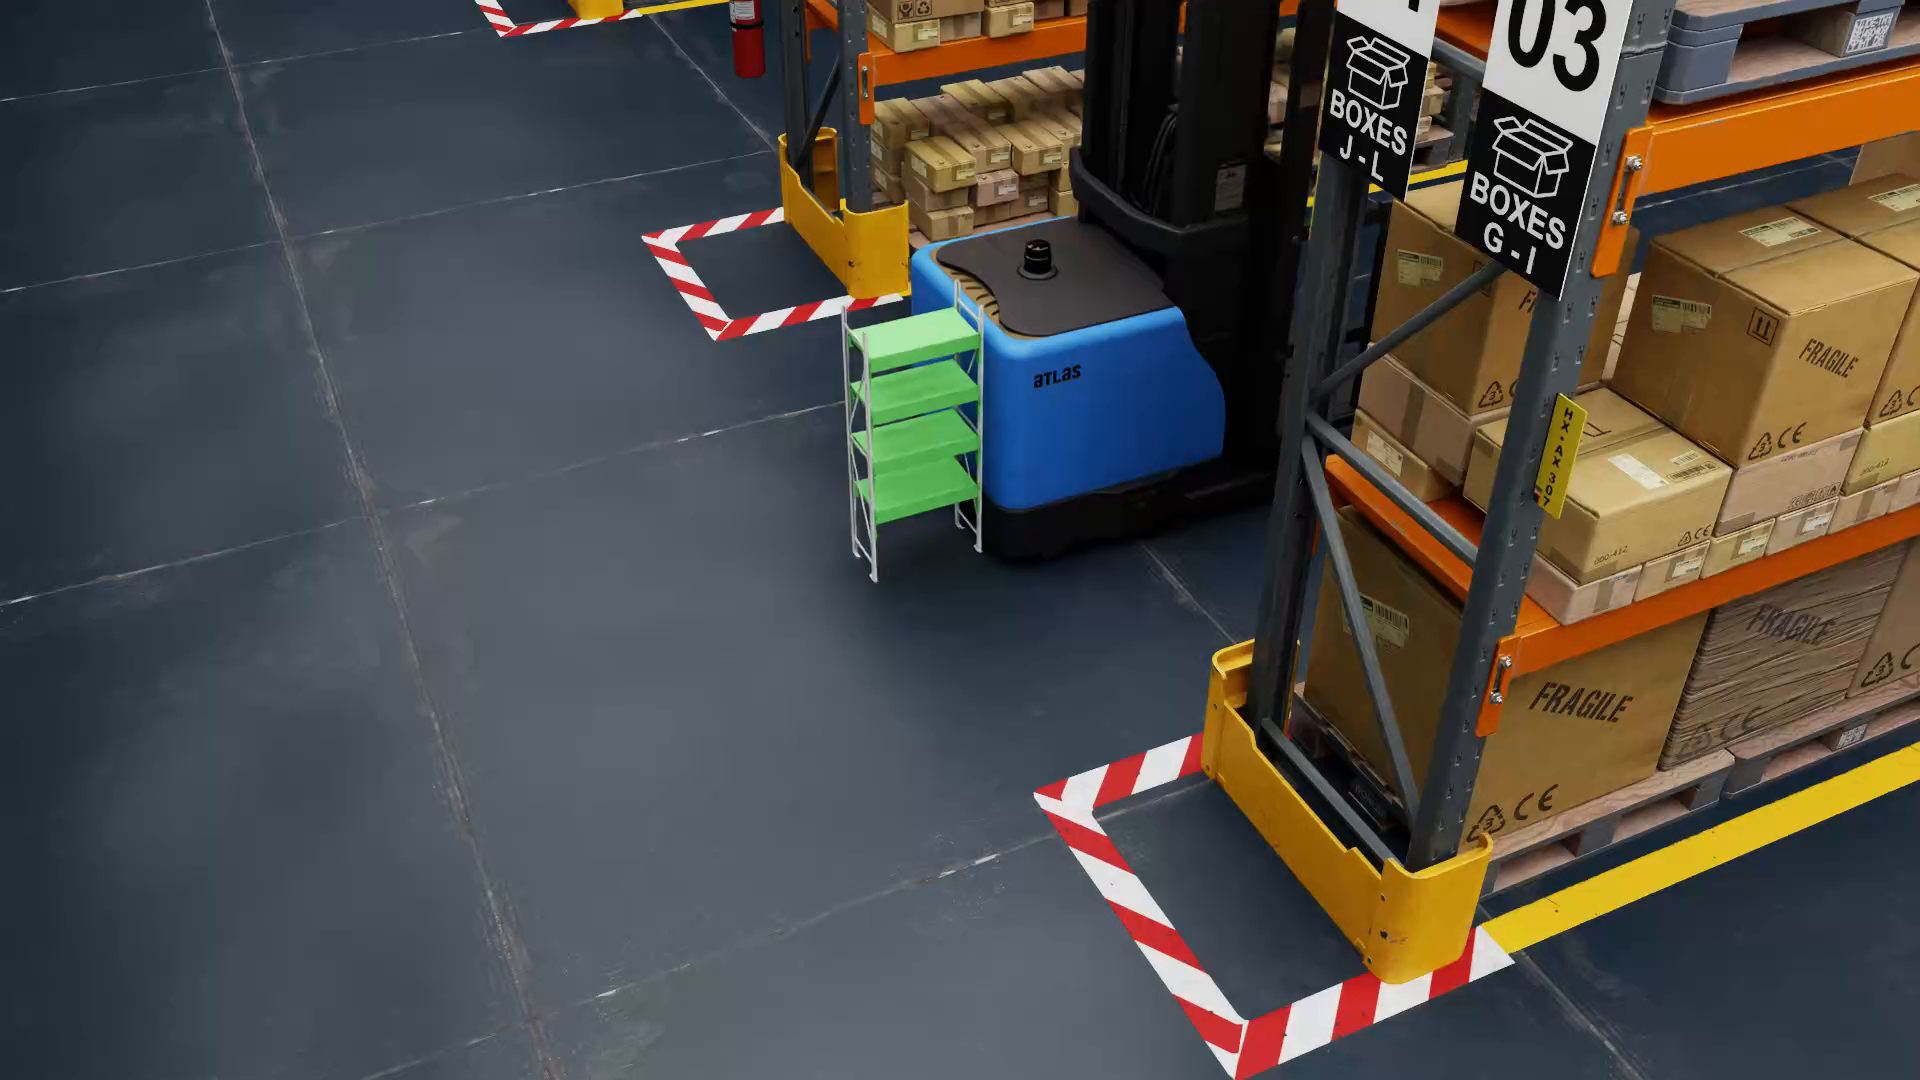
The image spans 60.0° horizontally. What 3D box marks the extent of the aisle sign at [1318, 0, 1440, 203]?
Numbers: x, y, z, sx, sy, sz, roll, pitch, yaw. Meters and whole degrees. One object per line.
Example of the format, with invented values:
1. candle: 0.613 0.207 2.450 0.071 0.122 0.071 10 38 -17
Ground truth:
1. aisle sign: 1.098 -1.319 4.328 0.004 0.787 0.394 -16 39 -20

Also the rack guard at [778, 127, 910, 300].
1. rack guard: -0.657 -1.847 9.320 0.348 0.500 1.175 -16 39 -20

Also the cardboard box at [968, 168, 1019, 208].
1. cardboard box: 0.130 -2.008 9.230 0.250 0.149 0.380 -16 39 -20

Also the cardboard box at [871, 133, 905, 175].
1. cardboard box: -0.369 -2.262 9.573 0.250 0.149 0.380 -17 40 -21

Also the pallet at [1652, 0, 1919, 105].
1. pallet: 1.957 -1.494 4.303 1.213 0.211 1.003 -16 39 -20

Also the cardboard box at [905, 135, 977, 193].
1. cardboard box: -0.107 -2.044 9.029 0.250 0.149 0.380 -17 40 -22

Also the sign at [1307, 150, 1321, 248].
1. sign: 1.072 -0.988 4.893 0.005 0.325 0.100 -16 39 -20

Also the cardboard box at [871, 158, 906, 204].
1. cardboard box: -0.338 -2.101 9.605 0.250 0.149 0.380 -15 39 -19

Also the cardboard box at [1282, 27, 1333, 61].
1. cardboard box: 2.221 -3.093 10.444 0.250 0.149 0.380 -14 39 -18

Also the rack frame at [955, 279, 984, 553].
1. rack frame: 0.035 -0.492 6.906 0.015 1.200 0.240 -16 39 -20

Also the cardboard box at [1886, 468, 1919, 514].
1. cardboard box: 2.915 -0.269 5.306 0.250 0.149 0.380 -16 39 -20

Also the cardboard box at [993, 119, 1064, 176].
1. cardboard box: 0.374 -2.173 9.203 0.250 0.149 0.380 -16 39 -20

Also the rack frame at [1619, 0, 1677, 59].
1. rack frame: 1.290 -2.541 3.122 0.127 3.000 1.000 -16 39 -20

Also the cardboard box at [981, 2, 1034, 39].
1. cardboard box: 0.186 -2.762 8.667 0.250 0.149 0.380 -17 40 -21

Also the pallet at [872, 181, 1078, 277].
1. pallet: 0.094 -1.917 9.658 1.213 0.211 1.003 -16 39 -20

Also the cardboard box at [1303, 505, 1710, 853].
1. cardboard box: 1.836 0.348 5.693 0.875 0.875 0.875 -16 39 -20

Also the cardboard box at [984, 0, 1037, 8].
1. cardboard box: 0.272 -3.105 8.585 0.500 0.500 0.500 -16 39 -20

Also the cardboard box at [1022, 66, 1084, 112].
1. cardboard box: 0.559 -2.661 9.861 0.250 0.149 0.380 -14 39 -18

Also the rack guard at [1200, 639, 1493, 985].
1. rack guard: 1.269 0.879 5.646 0.348 0.500 1.175 -16 39 -20

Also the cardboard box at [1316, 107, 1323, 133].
1. cardboard box: 2.002 -2.573 9.992 0.250 0.149 0.380 -15 39 -20

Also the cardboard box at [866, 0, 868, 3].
1. cardboard box: -0.551 -2.966 8.941 0.250 0.149 0.380 -16 39 -20

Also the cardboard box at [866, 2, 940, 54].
1. cardboard box: -0.293 -2.636 8.497 0.250 0.149 0.380 -16 39 -20

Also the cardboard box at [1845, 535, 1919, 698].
1. cardboard box: 3.465 -0.107 6.308 0.875 0.875 0.875 -16 39 -20

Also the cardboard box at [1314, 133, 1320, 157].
1. cardboard box: 2.203 -2.462 10.093 0.250 0.149 0.380 -17 40 -21

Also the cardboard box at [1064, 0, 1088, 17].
1. cardboard box: 0.618 -2.957 8.930 0.250 0.149 0.380 -16 39 -20

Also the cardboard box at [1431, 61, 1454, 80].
1. cardboard box: 3.458 -3.332 10.970 0.500 0.500 0.500 -16 40 -21

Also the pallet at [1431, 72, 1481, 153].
1. pallet: 3.600 -2.922 11.012 1.213 0.211 1.003 -16 39 -20

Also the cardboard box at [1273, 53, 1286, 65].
1. cardboard box: 1.787 -2.925 10.216 0.250 0.149 0.380 -17 40 -21

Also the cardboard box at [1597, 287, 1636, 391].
1. cardboard box: 2.076 -0.584 5.396 0.500 0.250 0.500 -16 40 -21

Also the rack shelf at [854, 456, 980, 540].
1. rack shelf: -0.185 -0.186 7.004 0.480 0.148 0.258 -16 39 -20

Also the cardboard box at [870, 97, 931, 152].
1. cardboard box: -0.354 -2.365 9.462 0.250 0.149 0.380 -15 39 -19

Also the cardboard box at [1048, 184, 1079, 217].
1. cardboard box: 0.587 -1.998 9.466 0.250 0.149 0.380 -15 39 -19

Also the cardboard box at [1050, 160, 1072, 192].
1. cardboard box: 0.592 -2.124 9.386 0.250 0.149 0.380 -14 39 -19

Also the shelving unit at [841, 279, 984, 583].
1. shelving unit: -0.185 -0.430 6.823 0.503 1.200 0.258 -16 39 -20

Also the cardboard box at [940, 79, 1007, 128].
1. cardboard box: 0.078 -2.532 9.686 0.250 0.149 0.380 -16 40 -21

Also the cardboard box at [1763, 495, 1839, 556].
1. cardboard box: 2.451 -0.140 5.131 0.250 0.149 0.380 -16 40 -21

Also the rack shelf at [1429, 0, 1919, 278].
1. rack shelf: 3.101 -1.553 4.912 4.000 0.370 1.077 -16 39 -20

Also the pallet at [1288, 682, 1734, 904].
1. pallet: 1.981 0.744 6.070 1.213 0.211 1.003 -16 39 -20

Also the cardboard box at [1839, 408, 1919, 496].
1. cardboard box: 2.764 -0.427 5.184 0.500 0.250 0.500 -17 40 -21

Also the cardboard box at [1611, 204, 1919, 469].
1. cardboard box: 2.292 -0.594 4.780 0.500 0.500 0.500 -17 40 -21

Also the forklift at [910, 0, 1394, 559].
1. forklift: 1.332 -1.687 7.064 3.031 2.935 1.130 -16 39 -20

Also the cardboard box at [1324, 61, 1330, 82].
1. cardboard box: 2.247 -2.723 9.945 0.250 0.149 0.380 -16 39 -20

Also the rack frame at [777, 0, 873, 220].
1. rack frame: -0.726 -2.832 8.550 0.127 3.000 1.000 -16 39 -20

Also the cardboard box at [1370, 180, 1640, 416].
1. cardboard box: 1.620 -0.757 4.999 0.500 0.500 0.500 -15 39 -19

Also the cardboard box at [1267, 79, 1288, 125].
1. cardboard box: 1.773 -2.581 9.754 0.250 0.149 0.380 -18 40 -22

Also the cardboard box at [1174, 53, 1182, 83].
1. cardboard box: 1.310 -2.791 10.036 0.250 0.149 0.380 -17 40 -22

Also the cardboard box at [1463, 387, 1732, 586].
1. cardboard box: 1.840 -0.166 4.833 0.500 0.250 0.500 -17 40 -21

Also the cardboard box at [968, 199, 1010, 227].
1. cardboard box: 0.087 -1.926 9.369 0.250 0.149 0.380 -16 39 -20

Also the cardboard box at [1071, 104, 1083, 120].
1. cardboard box: 0.818 -2.345 9.436 0.250 0.149 0.380 -14 39 -18

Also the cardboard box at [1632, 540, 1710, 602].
1. cardboard box: 1.984 -0.008 4.954 0.250 0.149 0.380 -16 40 -21

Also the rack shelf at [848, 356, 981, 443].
1. rack shelf: -0.185 -0.572 6.718 0.480 0.148 0.258 -16 39 -20
